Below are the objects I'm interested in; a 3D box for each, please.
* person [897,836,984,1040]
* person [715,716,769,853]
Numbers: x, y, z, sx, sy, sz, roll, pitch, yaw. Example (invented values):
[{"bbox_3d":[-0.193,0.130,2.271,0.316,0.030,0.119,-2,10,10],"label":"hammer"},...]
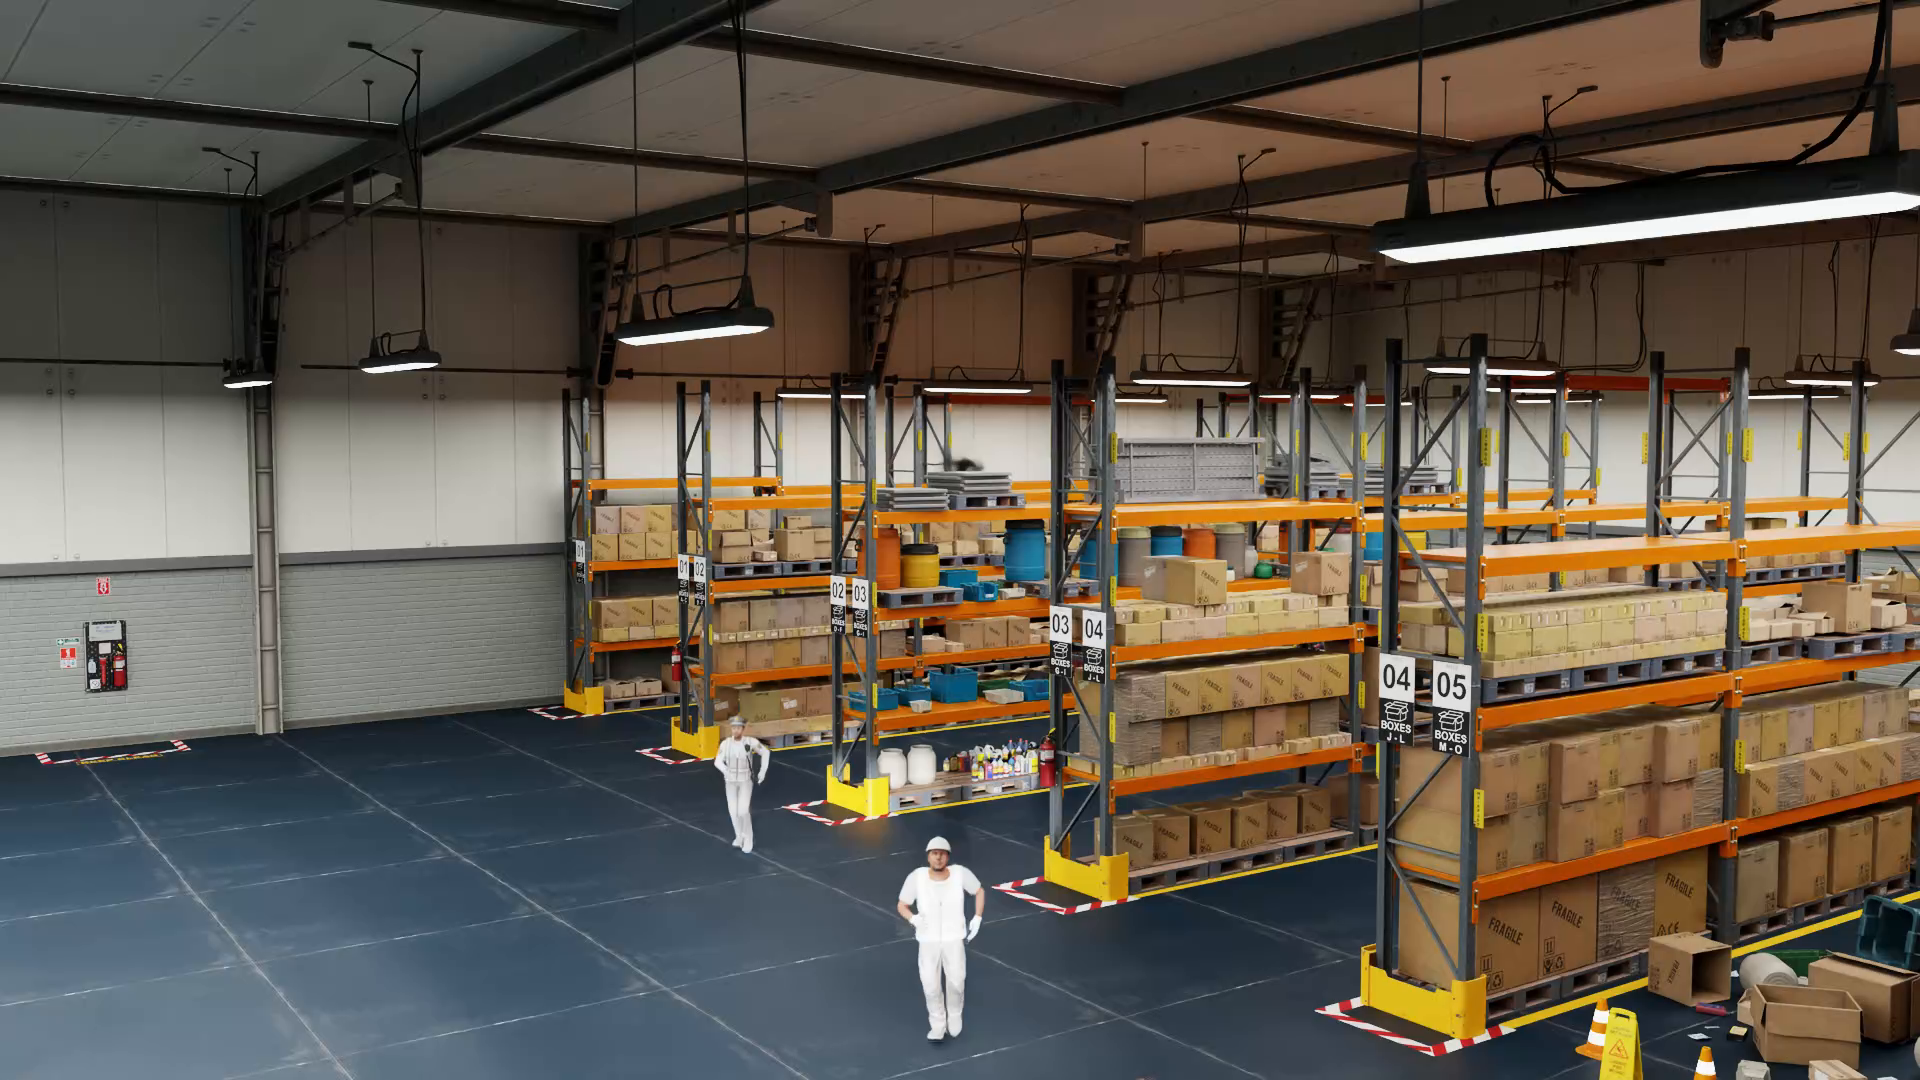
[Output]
[{"bbox_3d":[-0.163,3.375,13.997,0.743,1.746,0.577,0,4,0],"label":"person"},{"bbox_3d":[-2.711,3.015,20.539,0.632,1.714,0.676,0,4,6],"label":"person"}]
